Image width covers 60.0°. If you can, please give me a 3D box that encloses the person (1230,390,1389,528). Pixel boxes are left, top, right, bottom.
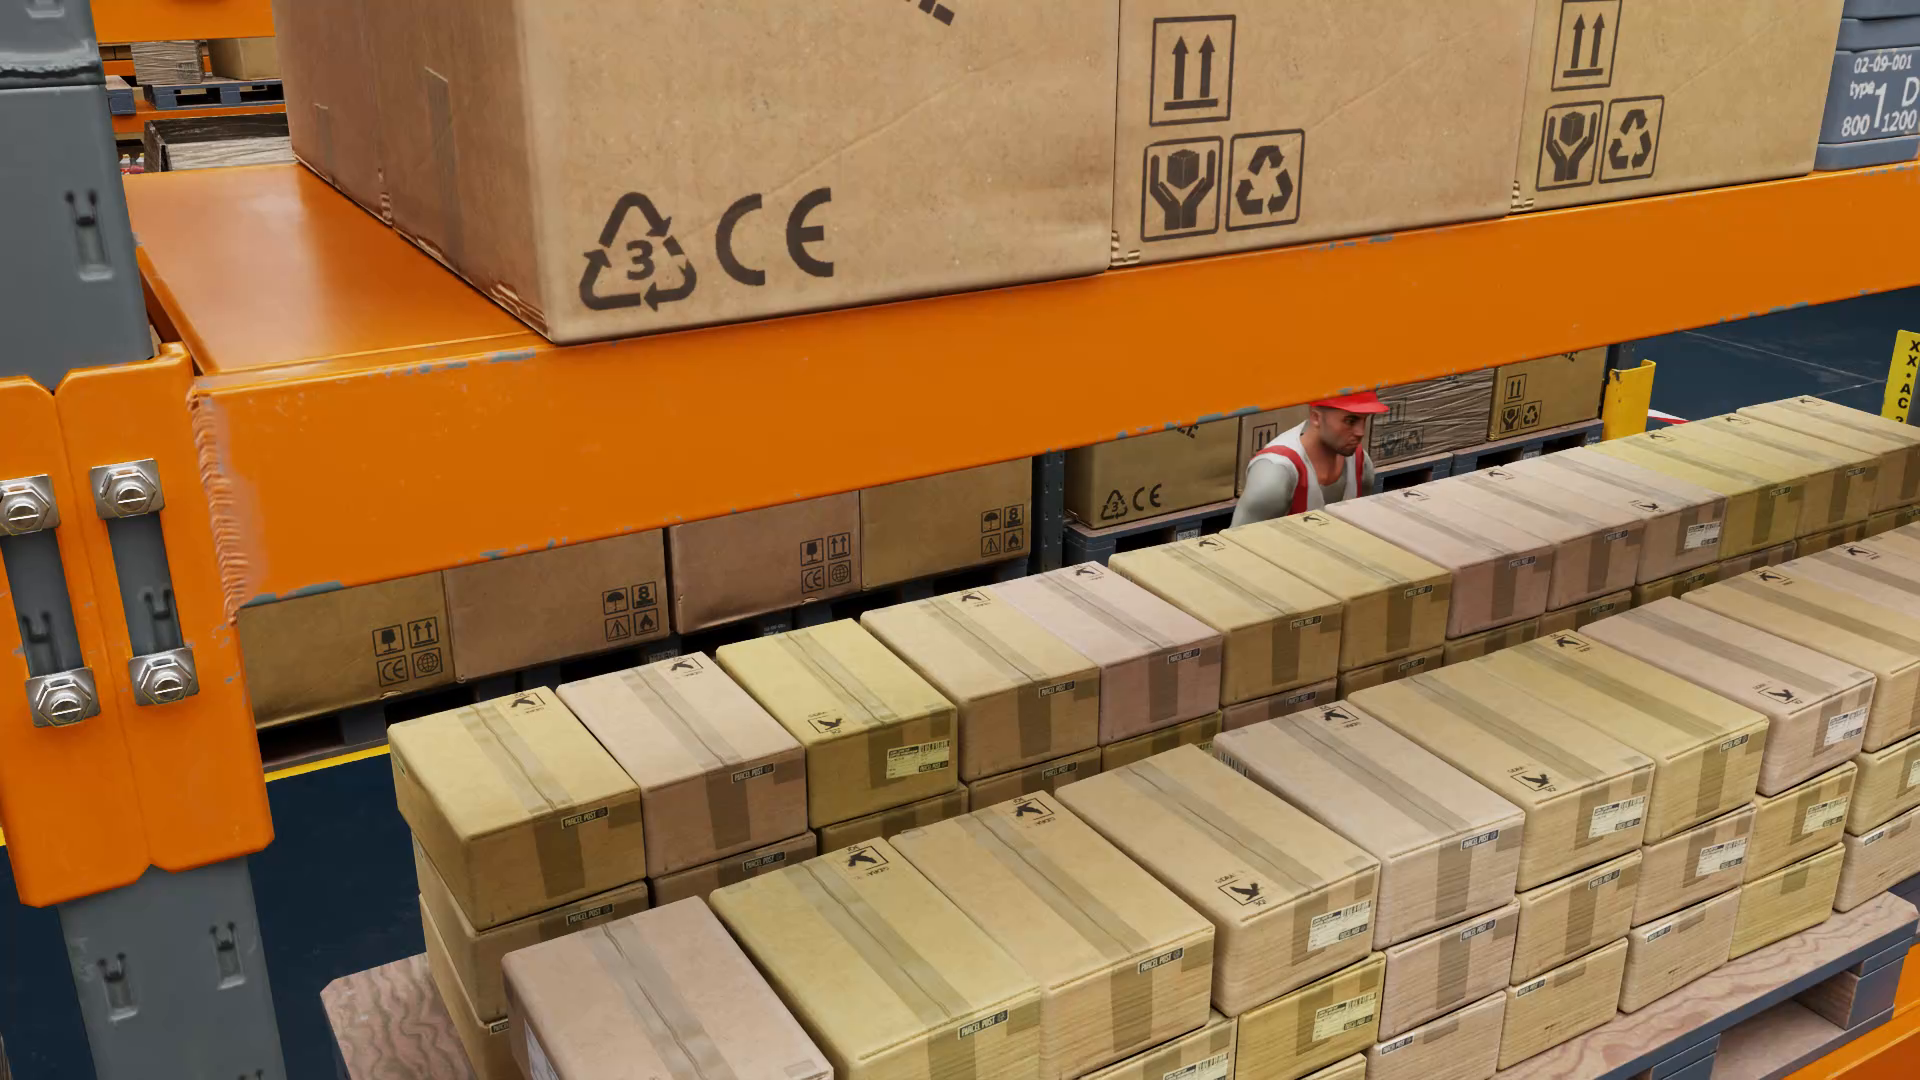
[{"bbox_3d":[1.105,0.270,5.385,0.605,1.777,0.454,-13,25,-31],"label":"person"}]
